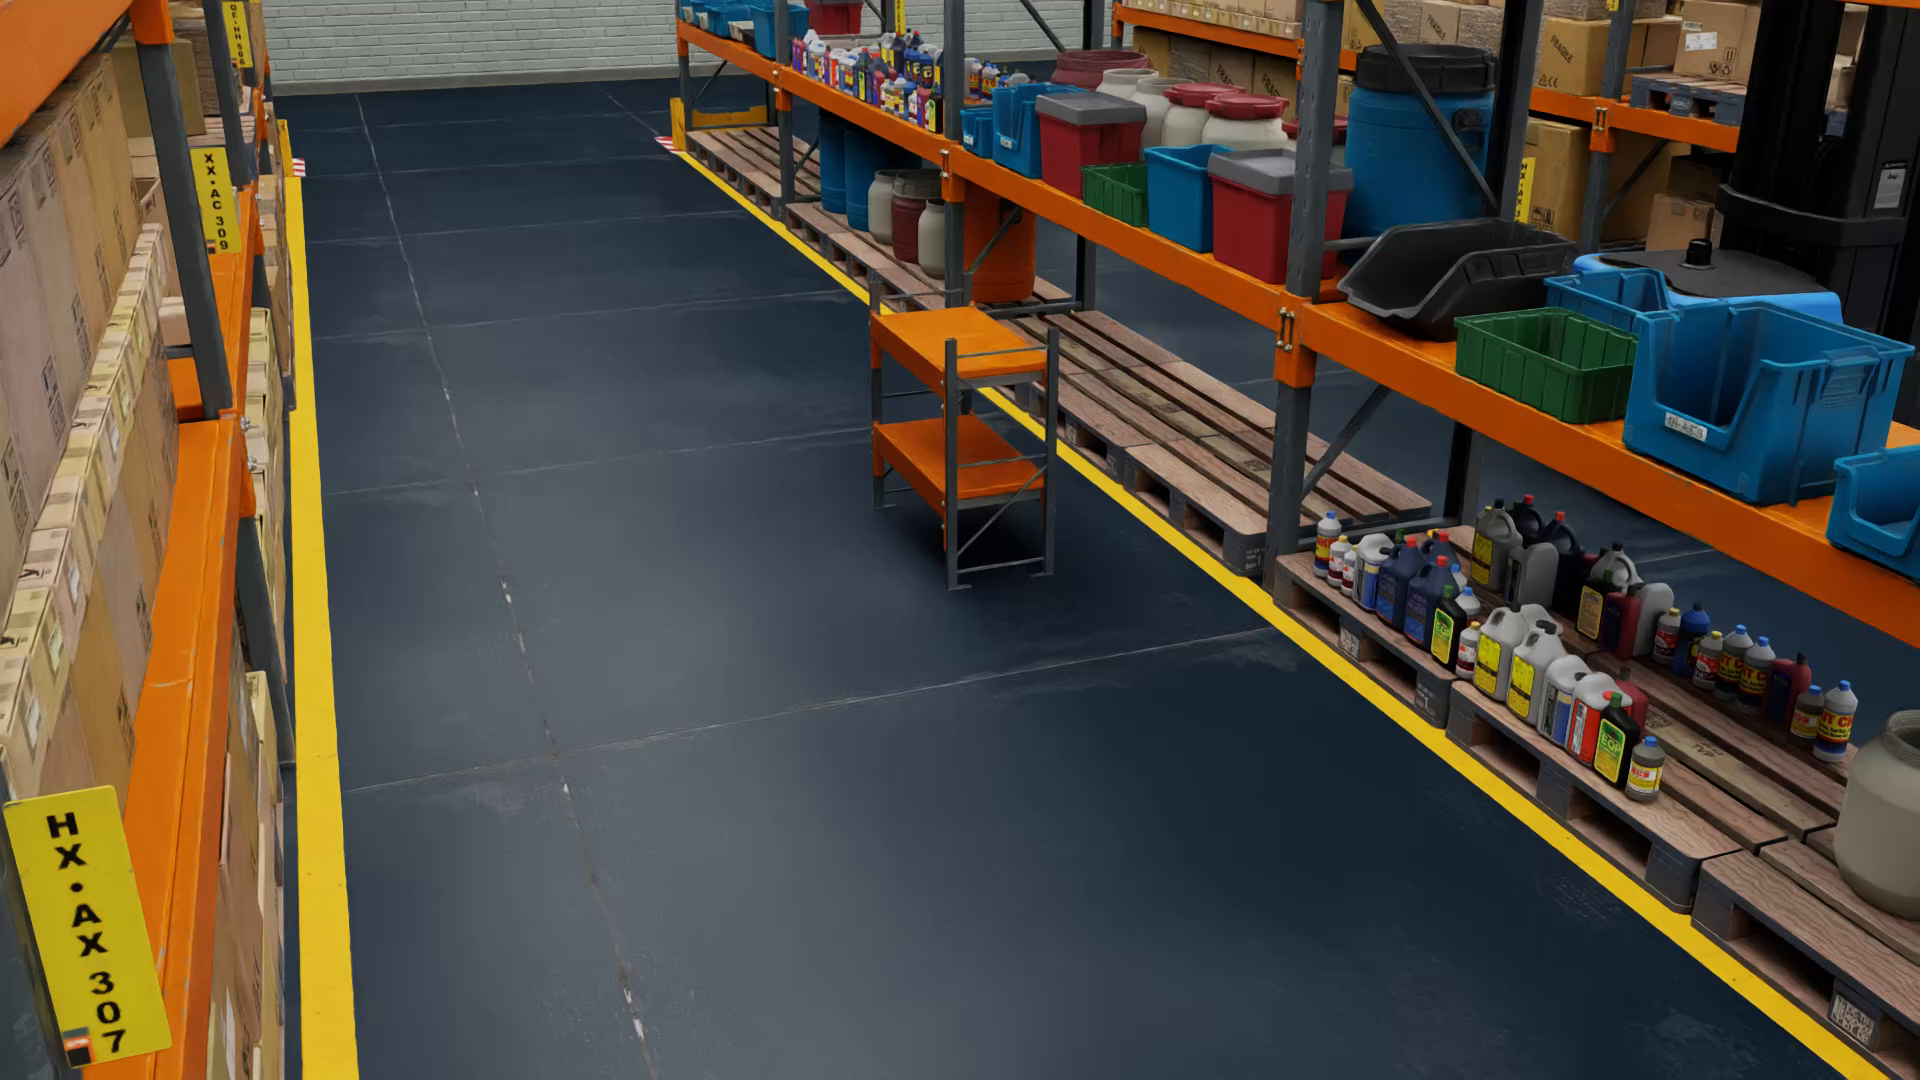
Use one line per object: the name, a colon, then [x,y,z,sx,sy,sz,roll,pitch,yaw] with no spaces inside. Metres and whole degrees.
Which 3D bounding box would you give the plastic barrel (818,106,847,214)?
plastic barrel: [-0.845,-3.153,13.529,0.600,0.901,0.708,-8,24,-19]

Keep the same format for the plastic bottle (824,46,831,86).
plastic bottle: [-0.977,-3.558,12.480,0.061,0.283,0.133,-8,24,-19]

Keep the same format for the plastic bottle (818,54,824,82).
plastic bottle: [-1.035,-3.600,12.685,0.097,0.201,0.097,0,23,0]

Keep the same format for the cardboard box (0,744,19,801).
cardboard box: [-1.355,0.395,1.986,0.380,0.149,0.250,-9,24,-19]

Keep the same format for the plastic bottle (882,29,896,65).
plastic bottle: [-0.525,-3.795,12.954,0.144,0.351,0.185,-8,24,-19]

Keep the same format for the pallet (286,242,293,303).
pallet: [-5.334,-1.872,11.921,1.003,0.211,1.213,-8,24,-19]

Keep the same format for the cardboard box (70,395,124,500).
cardboard box: [-1.897,-0.163,3.312,0.380,0.149,0.250,-8,24,-18]

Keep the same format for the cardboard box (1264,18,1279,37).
cardboard box: [3.107,-4.850,15.717,0.380,0.149,0.250,-8,24,-18]

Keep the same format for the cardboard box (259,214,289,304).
cardboard box: [-4.689,-1.811,10.837,0.500,0.500,0.500,-9,25,-21]

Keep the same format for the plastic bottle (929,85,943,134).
plastic bottle: [-0.150,-2.707,10.462,0.061,0.283,0.133,-8,24,-19]

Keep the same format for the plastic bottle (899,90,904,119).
plastic bottle: [-0.359,-2.904,11.034,0.097,0.201,0.097,0,23,0]

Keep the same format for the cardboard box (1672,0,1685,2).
cardboard box: [7.671,-5.959,17.513,0.500,0.500,0.500,-9,24,-20]

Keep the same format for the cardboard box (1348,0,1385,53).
cardboard box: [3.719,-4.468,14.359,0.500,0.500,0.500,-8,24,-19]

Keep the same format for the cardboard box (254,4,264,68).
cardboard box: [-5.940,-4.084,13.449,0.500,0.500,0.500,-8,24,-19]

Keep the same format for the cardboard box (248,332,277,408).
cardboard box: [-3.638,-0.835,8.146,0.500,0.311,0.500,-9,24,-20]

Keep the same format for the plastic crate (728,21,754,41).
plastic crate: [-1.918,-4.624,15.121,0.293,0.136,0.466,-8,24,-19]

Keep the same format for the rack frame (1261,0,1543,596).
rack frame: [1.805,-1.219,6.781,1.000,3.000,0.127,-8,24,-19]

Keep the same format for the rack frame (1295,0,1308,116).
rack frame: [3.612,-4.806,15.290,1.000,3.000,0.127,-8,24,-19]

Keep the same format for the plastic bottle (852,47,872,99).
plastic bottle: [-0.684,-3.333,11.859,0.144,0.351,0.185,-8,24,-19]

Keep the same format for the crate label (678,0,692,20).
crate label: [-2.655,-5.395,16.827,0.416,0.233,0.303,-8,24,-19]

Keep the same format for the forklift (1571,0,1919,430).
forklift: [4.656,-1.751,8.130,3.031,2.935,1.130,-5,23,-11]

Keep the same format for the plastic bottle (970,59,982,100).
plastic bottle: [0.118,-3.281,11.837,0.097,0.271,0.097,0,23,0]

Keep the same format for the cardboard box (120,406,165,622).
cardboard box: [-2.302,-0.053,3.885,0.700,0.500,0.500,-8,24,-18]

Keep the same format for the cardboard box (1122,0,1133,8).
cardboard box: [2.016,-5.969,18.374,0.380,0.149,0.250,-8,24,-18]

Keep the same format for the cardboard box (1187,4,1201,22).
cardboard box: [2.560,-5.410,17.048,0.380,0.149,0.250,-9,24,-20]

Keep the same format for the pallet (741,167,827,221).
pallet: [-1.317,-3.103,14.840,1.003,0.211,1.213,-8,24,-19]

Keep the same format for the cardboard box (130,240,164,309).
cardboard box: [-2.449,-0.727,4.648,0.380,0.149,0.250,-9,24,-20]

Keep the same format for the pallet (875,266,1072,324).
pallet: [0.074,-1.669,11.437,1.003,0.211,1.213,-8,24,-19]

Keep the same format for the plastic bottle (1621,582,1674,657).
plastic bottle: [2.537,0.274,6.178,0.152,0.276,0.135,-8,24,-18]

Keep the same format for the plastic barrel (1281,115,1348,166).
plastic barrel: [1.672,-1.660,7.651,0.433,0.535,0.433,0,23,0]

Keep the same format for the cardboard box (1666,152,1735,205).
cardboard box: [5.290,-2.509,11.528,0.500,0.250,0.500,-7,24,-17]

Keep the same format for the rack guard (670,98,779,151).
rack guard: [-2.455,-4.435,17.628,1.175,0.500,0.348,-8,24,-19]

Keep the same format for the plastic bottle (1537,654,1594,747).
plastic bottle: [2.046,0.533,5.563,0.152,0.276,0.135,-9,24,-20]

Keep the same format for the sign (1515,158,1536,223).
sign: [2.323,-1.418,6.897,0.100,0.325,0.005,-8,24,-19]

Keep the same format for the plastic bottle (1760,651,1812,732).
plastic bottle: [2.806,0.497,5.640,0.061,0.283,0.133,-8,24,-18]

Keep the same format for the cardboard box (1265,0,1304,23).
cardboard box: [3.211,-4.998,15.557,0.500,0.250,0.500,-9,24,-20]

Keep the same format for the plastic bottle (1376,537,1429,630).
plastic bottle: [1.702,0.149,6.379,0.144,0.351,0.185,-8,24,-18]

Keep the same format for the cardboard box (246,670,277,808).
cardboard box: [-2.462,0.671,5.296,0.500,0.250,0.500,-8,24,-19]

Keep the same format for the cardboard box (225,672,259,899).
cardboard box: [-2.116,0.690,4.285,0.500,0.500,0.500,-8,24,-19]

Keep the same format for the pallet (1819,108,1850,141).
pallet: [5.763,-2.550,10.186,1.003,0.211,1.213,-8,24,-19]

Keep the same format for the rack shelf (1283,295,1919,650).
rack shelf: [2.511,-0.161,5.197,1.077,0.370,4.000,-8,24,-19]

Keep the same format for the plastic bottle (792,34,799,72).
plastic bottle: [-1.291,-3.881,13.245,0.061,0.283,0.133,-8,24,-19]

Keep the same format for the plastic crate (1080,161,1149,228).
plastic crate: [0.925,-1.716,8.232,0.450,0.188,0.662,-8,24,-19]

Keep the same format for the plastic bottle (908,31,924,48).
plastic bottle: [-0.325,-3.747,12.842,0.144,0.351,0.185,-8,24,-19]

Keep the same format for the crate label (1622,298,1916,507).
crate label: [2.315,-0.414,4.824,0.502,0.435,0.616,-8,24,-19]

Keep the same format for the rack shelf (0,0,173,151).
rack shelf: [-2.124,-0.865,3.005,1.077,0.370,4.000,-8,24,-19]

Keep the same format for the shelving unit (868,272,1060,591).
shelving unit: [-0.002,-0.521,7.537,0.538,1.125,1.048,-8,24,-19]

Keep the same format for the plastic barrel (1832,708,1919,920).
plastic barrel: [2.737,0.776,4.709,0.421,0.512,0.421,0,23,0]

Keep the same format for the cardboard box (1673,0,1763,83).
cardboard box: [5.253,-3.401,11.288,0.500,0.500,0.500,-12,25,-25]

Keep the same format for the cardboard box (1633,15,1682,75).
cardboard box: [5.108,-3.612,12.330,0.500,0.500,0.500,-8,24,-17]

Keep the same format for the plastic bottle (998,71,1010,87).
plastic bottle: [0.306,-3.021,11.220,0.097,0.271,0.097,0,23,0]

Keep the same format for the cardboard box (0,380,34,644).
cardboard box: [-1.780,-0.113,2.356,0.700,0.500,0.500,-9,24,-20]

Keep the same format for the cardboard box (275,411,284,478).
cardboard box: [-3.469,-0.393,7.821,0.500,0.250,0.500,-8,24,-18]

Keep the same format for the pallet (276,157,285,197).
pallet: [-6.760,-3.299,15.306,1.003,0.211,1.213,-8,24,-19]

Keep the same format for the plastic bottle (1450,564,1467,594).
plastic bottle: [1.866,0.221,6.309,0.097,0.271,0.097,0,23,0]

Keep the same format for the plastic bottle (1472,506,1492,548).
plastic bottle: [2.224,-0.044,7.028,0.097,0.201,0.097,0,23,0]

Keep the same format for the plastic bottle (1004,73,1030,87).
plastic bottle: [0.378,-2.985,11.131,0.152,0.276,0.135,-8,24,-19]
